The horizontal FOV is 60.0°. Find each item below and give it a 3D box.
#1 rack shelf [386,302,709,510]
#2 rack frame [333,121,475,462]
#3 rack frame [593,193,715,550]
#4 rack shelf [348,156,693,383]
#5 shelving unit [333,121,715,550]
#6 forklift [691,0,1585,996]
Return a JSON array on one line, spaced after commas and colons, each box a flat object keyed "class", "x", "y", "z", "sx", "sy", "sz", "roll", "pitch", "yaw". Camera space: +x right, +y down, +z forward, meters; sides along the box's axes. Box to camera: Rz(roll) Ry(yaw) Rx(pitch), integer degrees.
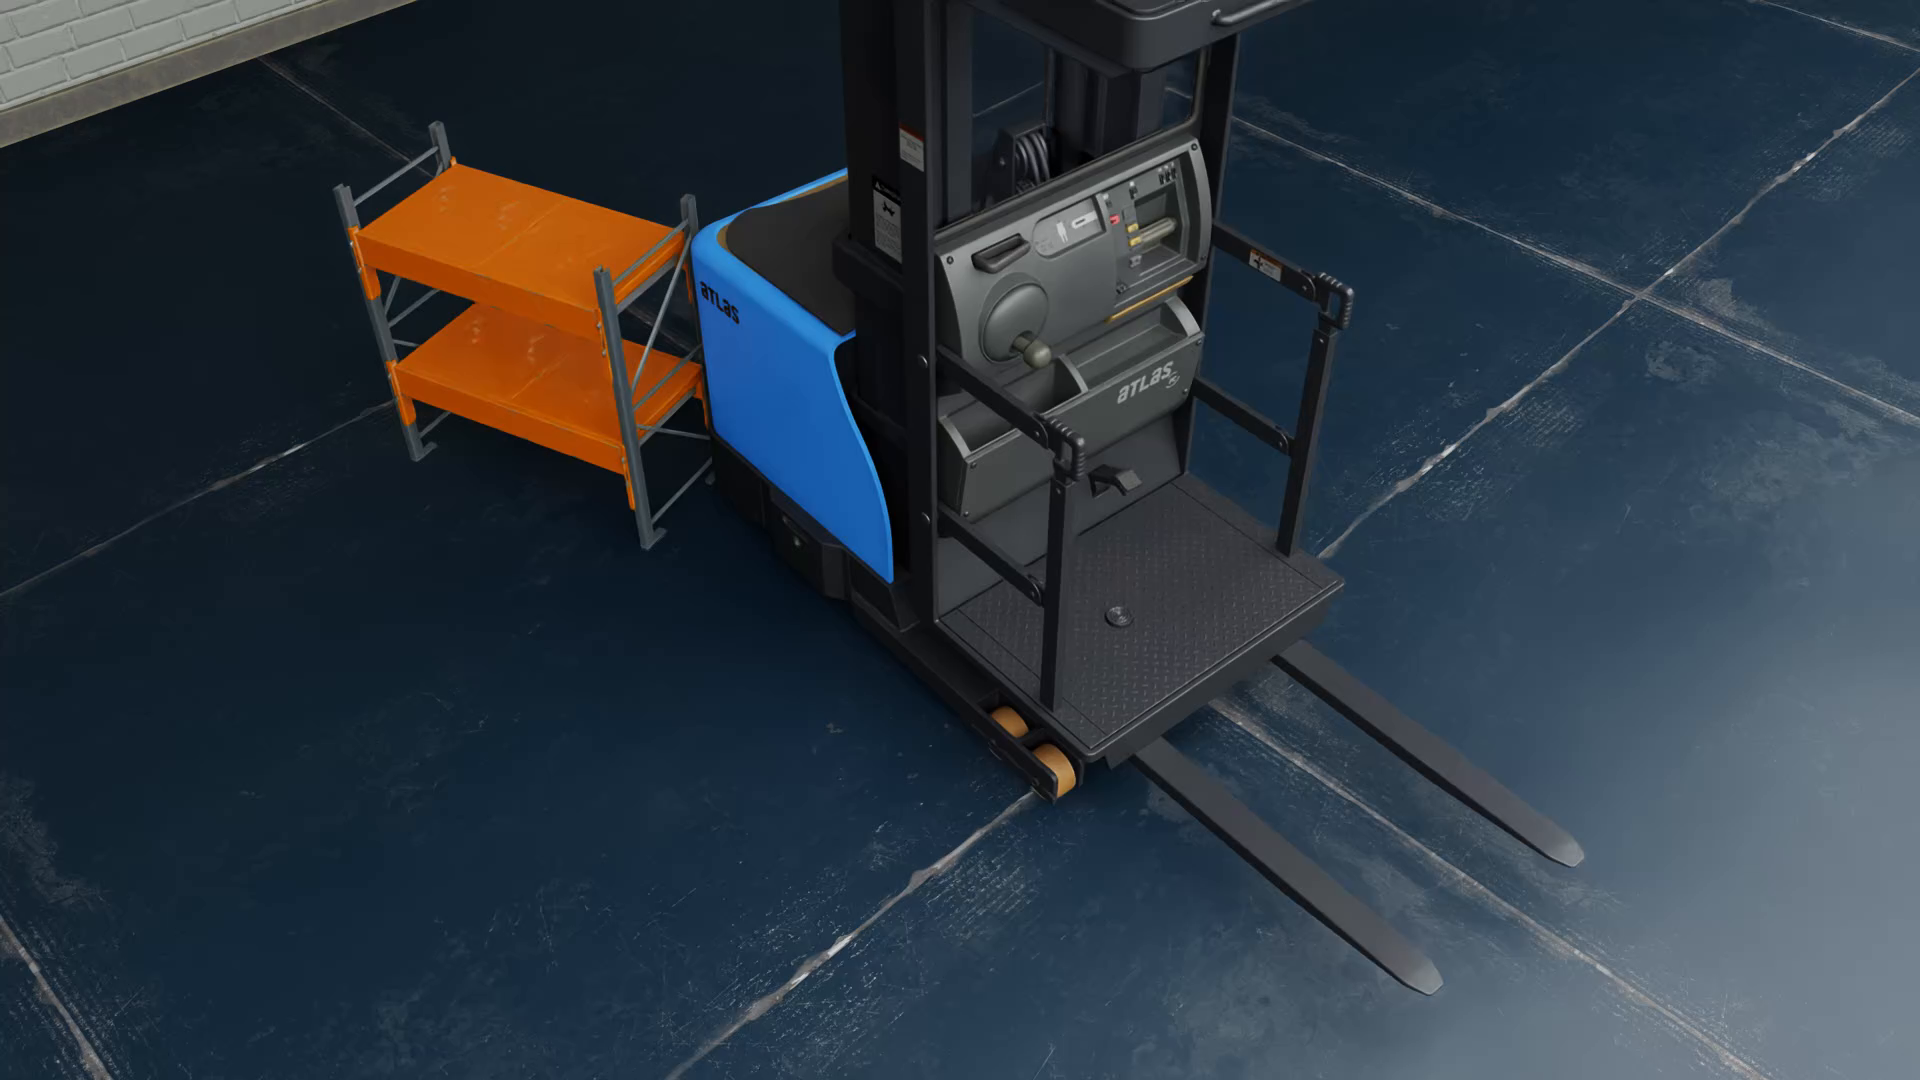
[{"class": "rack shelf", "x": -1.422, "y": -0.513, "z": 5.834, "sx": 1.000, "sy": 0.278, "sz": 0.538, "roll": 19, "pitch": 46, "yaw": 20}, {"class": "rack frame", "x": -1.873, "y": -0.851, "z": 5.838, "sx": 0.032, "sy": 1.125, "sz": 0.500, "roll": 19, "pitch": 46, "yaw": 20}, {"class": "rack frame", "x": -0.969, "y": -0.534, "z": 5.498, "sx": 0.032, "sy": 1.125, "sz": 0.500, "roll": 19, "pitch": 46, "yaw": 20}, {"class": "rack shelf", "x": -1.420, "y": -0.907, "z": 5.469, "sx": 1.000, "sy": 0.278, "sz": 0.538, "roll": 19, "pitch": 46, "yaw": 20}, {"class": "shelving unit", "x": -1.421, "y": -0.692, "z": 5.668, "sx": 1.048, "sy": 1.125, "sz": 0.538, "roll": 19, "pitch": 46, "yaw": 20}, {"class": "forklift", "x": 0.466, "y": -0.699, "z": 4.347, "sx": 1.130, "sy": 2.935, "sz": 3.031, "roll": -30, "pitch": 50, "yaw": -28}]
